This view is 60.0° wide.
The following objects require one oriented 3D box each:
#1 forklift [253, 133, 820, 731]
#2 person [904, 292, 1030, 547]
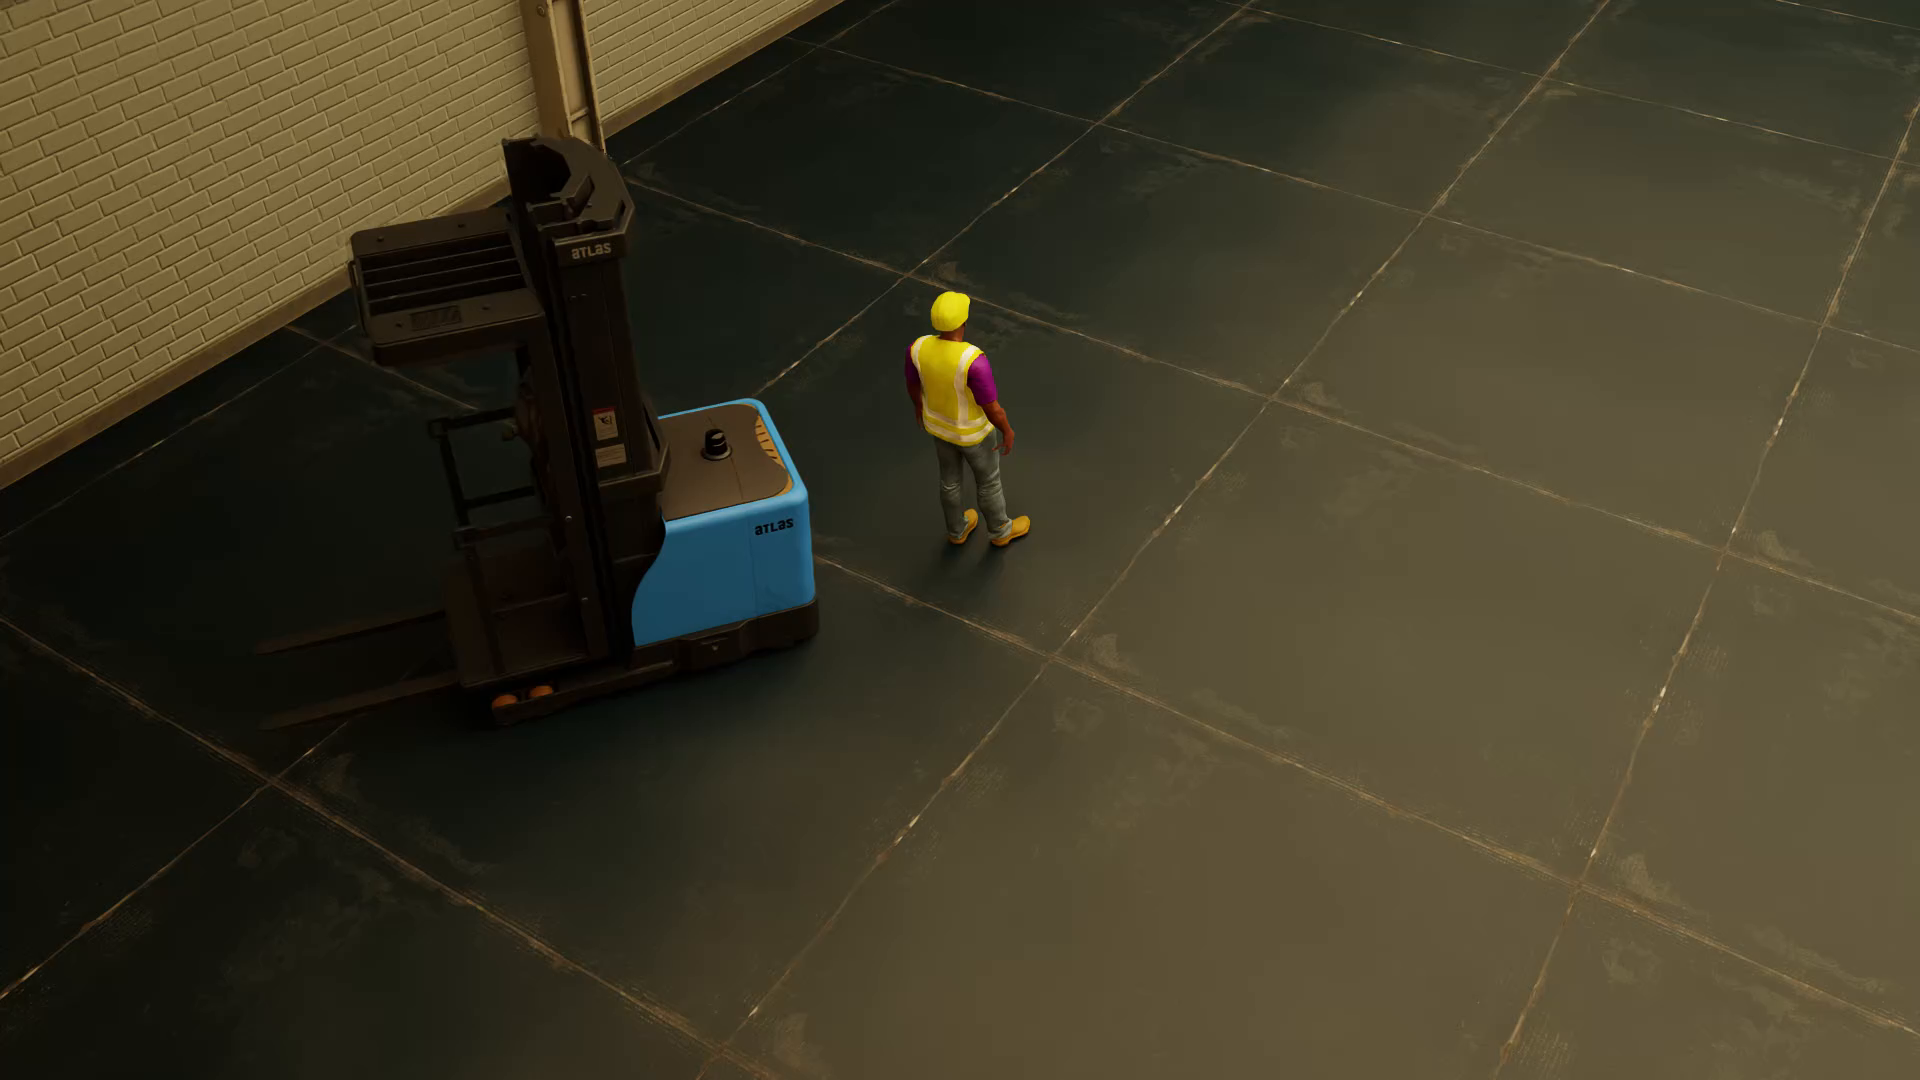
[{"bbox_3d":[-2.374,-0.502,8.559,3.031,2.935,1.130,-14,42,-16],"label":"forklift"},{"bbox_3d":[0.042,-0.716,9.702,0.665,1.769,0.574,22,45,24],"label":"person"}]
